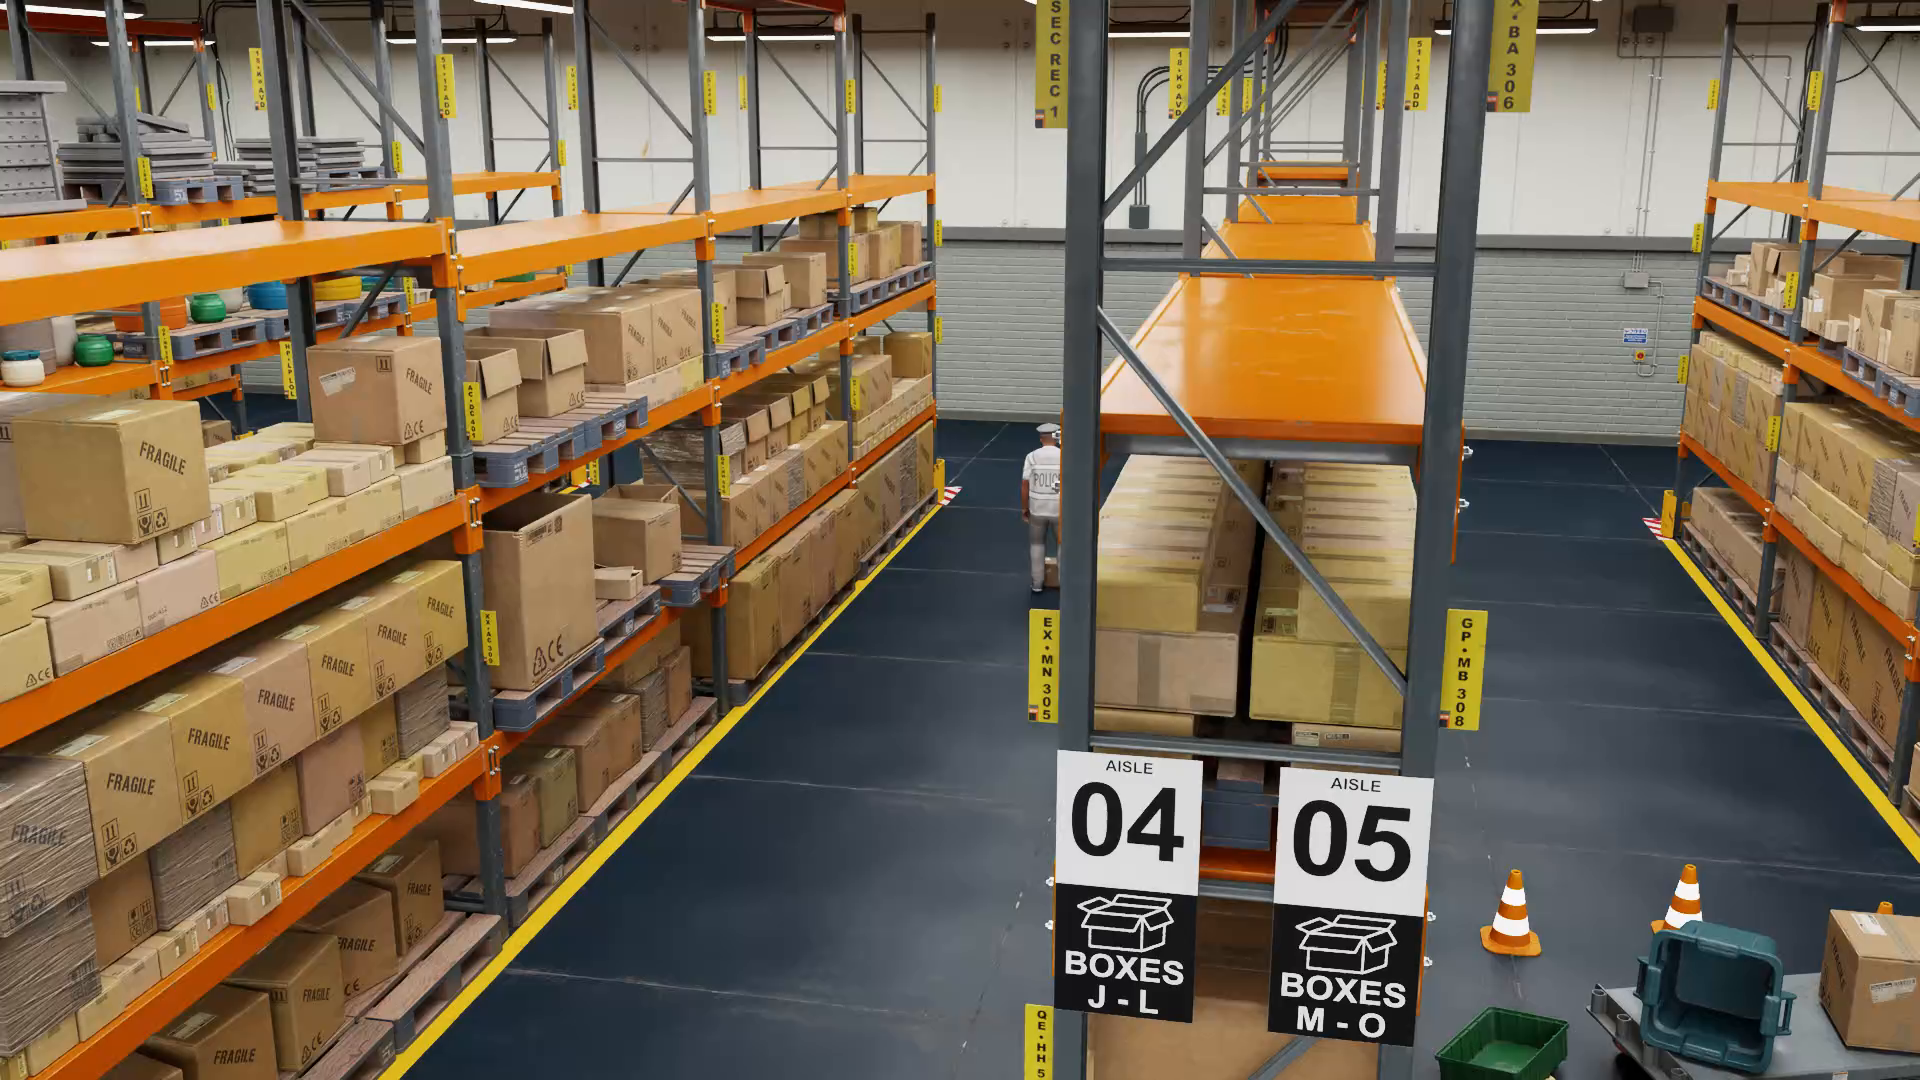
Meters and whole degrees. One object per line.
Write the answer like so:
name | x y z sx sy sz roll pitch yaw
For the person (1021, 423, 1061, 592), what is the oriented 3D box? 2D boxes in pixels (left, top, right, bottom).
person | 0.929 -0.314 17.211 0.596 1.745 0.437 2 15 8
